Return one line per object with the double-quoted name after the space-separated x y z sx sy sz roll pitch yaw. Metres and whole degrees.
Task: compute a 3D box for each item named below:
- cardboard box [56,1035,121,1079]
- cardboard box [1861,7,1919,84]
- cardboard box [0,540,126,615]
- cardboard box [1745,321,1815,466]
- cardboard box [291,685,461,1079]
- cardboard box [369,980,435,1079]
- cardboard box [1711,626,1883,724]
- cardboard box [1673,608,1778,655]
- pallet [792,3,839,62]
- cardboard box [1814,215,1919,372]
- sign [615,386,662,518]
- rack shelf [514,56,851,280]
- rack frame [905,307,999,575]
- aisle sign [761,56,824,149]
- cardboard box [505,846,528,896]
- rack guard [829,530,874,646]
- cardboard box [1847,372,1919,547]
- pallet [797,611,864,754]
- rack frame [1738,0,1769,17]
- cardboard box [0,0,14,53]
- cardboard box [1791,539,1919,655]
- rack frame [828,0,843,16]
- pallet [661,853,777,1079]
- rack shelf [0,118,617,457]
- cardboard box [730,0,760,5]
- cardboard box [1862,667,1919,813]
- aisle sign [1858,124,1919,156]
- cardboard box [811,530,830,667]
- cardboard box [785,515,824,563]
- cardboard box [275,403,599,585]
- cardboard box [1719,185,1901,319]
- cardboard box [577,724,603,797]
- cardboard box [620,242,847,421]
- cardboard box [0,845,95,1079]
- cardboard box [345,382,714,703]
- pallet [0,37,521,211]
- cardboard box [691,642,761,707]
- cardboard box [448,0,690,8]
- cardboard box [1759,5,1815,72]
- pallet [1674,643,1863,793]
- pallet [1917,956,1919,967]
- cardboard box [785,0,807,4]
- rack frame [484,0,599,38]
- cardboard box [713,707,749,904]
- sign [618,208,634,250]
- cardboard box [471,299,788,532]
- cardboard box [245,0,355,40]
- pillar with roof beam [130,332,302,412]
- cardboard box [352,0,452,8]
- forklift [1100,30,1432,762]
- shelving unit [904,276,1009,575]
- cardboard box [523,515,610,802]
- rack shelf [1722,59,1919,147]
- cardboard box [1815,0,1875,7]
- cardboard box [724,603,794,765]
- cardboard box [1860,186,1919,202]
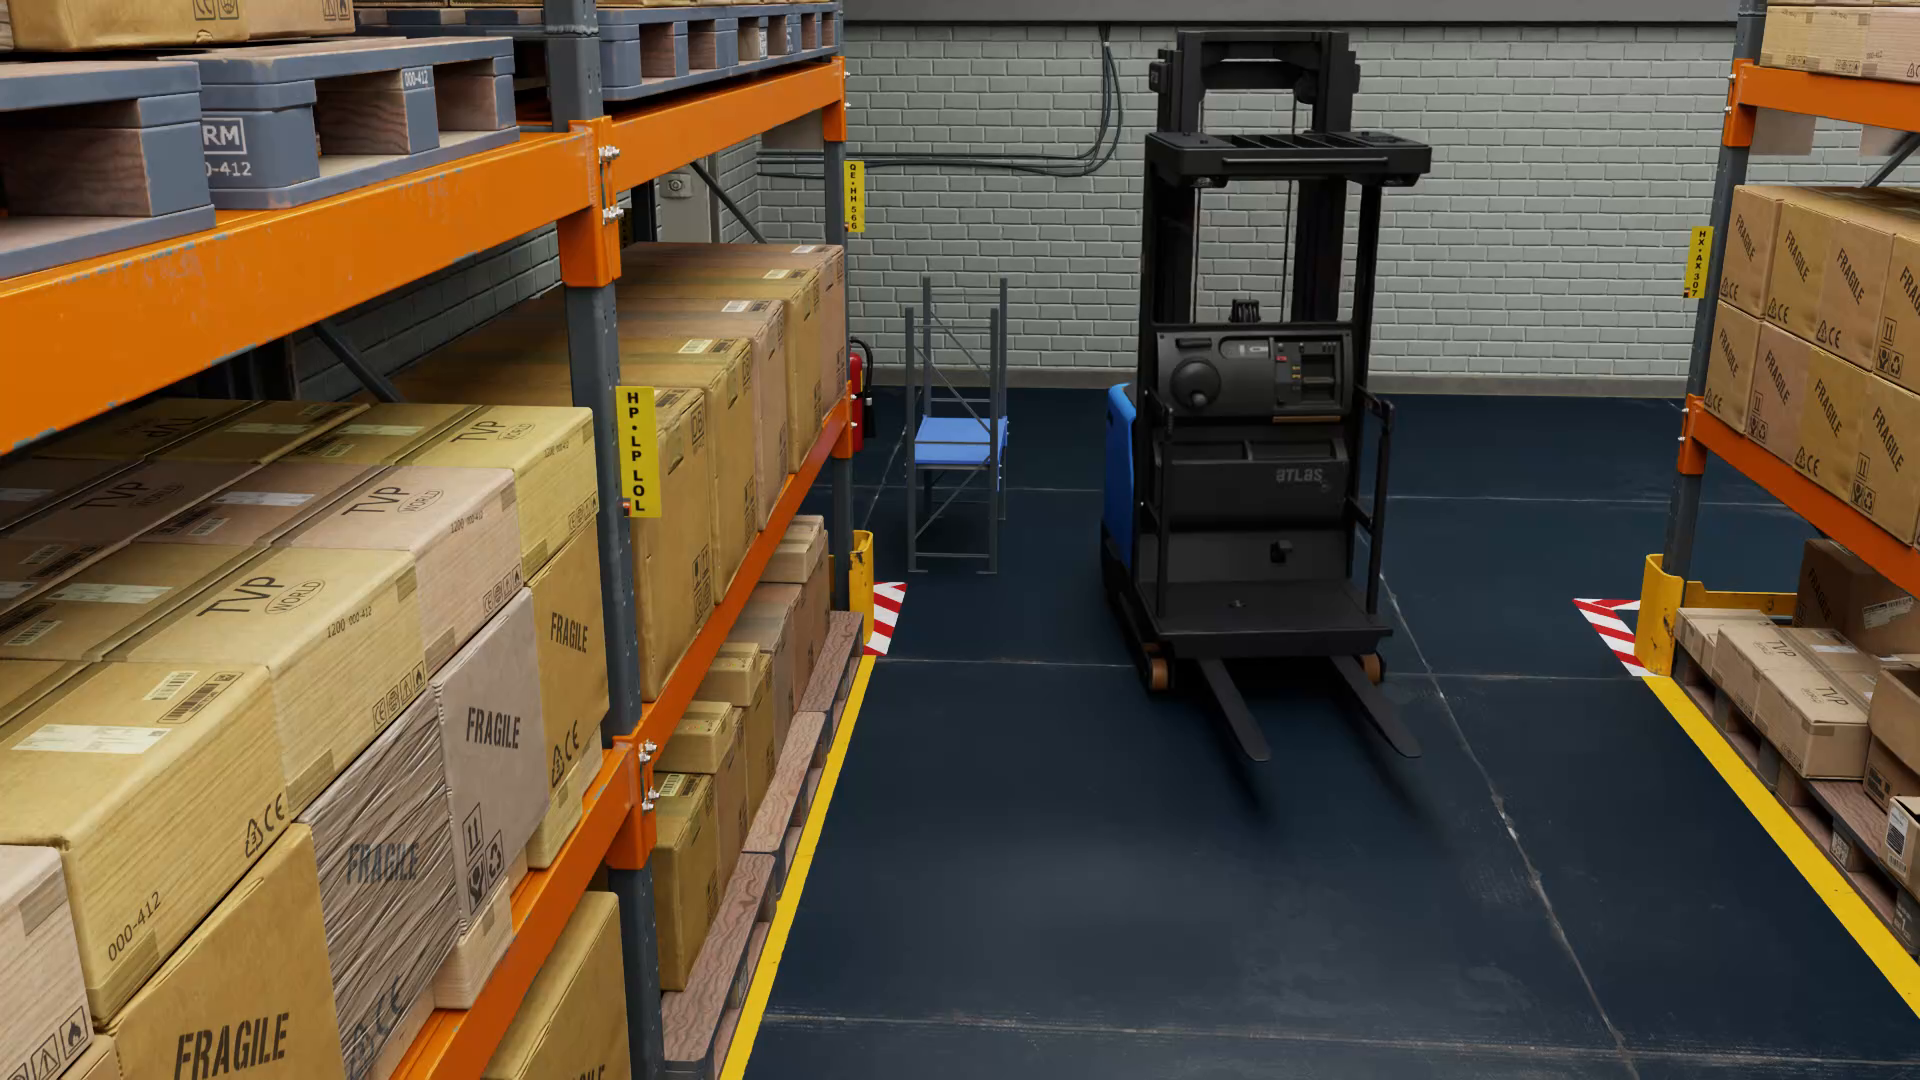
-1.235 0.875 1.766 0.500 0.500 0.500 1 18 4 "cardboard box"
3.533 -1.730 5.810 0.500 0.250 0.500 1 18 4 "cardboard box"
-1.676 0.193 2.641 0.500 0.250 0.500 1 18 2 "cardboard box"
3.580 -0.596 6.763 0.500 0.500 0.500 1 18 3 "cardboard box"
-1.174 0.558 2.733 0.500 0.500 0.500 1 18 4 "cardboard box"
-1.165 0.830 2.944 0.380 0.149 0.250 1 18 4 "cardboard box"
3.549 0.575 7.060 0.500 0.250 0.500 1 18 4 "cardboard box"
3.534 0.428 7.672 0.380 0.149 0.250 1 18 4 "cardboard box"
-1.077 -2.102 6.847 1.003 0.211 1.213 1 18 4 "pallet"
3.541 -0.913 6.127 0.500 0.500 0.500 2 18 5 "cardboard box"
-0.780 -0.211 4.017 0.100 0.325 0.005 1 18 4 "sign"
-1.178 -1.412 5.754 1.077 0.370 4.000 1 18 4 "rack shelf"
-0.043 -0.528 9.127 0.500 1.500 0.032 1 18 4 "rack frame"
-0.730 -2.201 7.647 0.394 0.787 0.004 1 18 4 "aisle sign"
-1.121 0.672 3.426 0.380 0.149 0.250 2 18 6 "cardboard box"
-1.033 0.231 8.416 1.175 0.500 0.348 1 18 4 "rack guard"
3.504 -0.285 5.814 0.500 0.500 0.500 2 18 5 "cardboard box"
-1.014 0.625 7.675 1.003 0.211 1.213 1 18 4 "pallet"
3.906 -3.691 6.736 1.000 3.000 0.127 1 18 4 "rack frame"
-1.569 -0.790 1.833 0.700 0.500 0.500 1 18 4 "cardboard box"
4.113 0.313 7.459 0.500 0.500 0.500 1 18 4 "cardboard box"
-1.035 -3.801 7.070 1.000 3.000 0.127 1 18 4 "rack frame"
-1.189 1.383 5.363 1.003 0.211 1.213 1 18 4 "pallet"
-1.465 -0.170 1.962 1.077 0.370 4.000 1 18 4 "rack shelf"
-0.929 -1.835 5.294 0.500 0.250 0.500 1 18 2 "cardboard box"
3.749 0.796 5.980 0.797 0.503 0.637 1 18 4 "cardboard box"
4.217 -2.090 7.309 0.394 0.787 0.004 1 18 4 "aisle sign"
-0.985 0.258 7.658 0.700 0.500 0.500 1 18 4 "cardboard box"
-0.813 -0.006 7.423 0.380 0.149 0.250 1 18 3 "cardboard box"
-1.100 -0.111 3.571 0.500 0.250 0.500 2 18 5 "cardboard box"
3.612 -1.231 7.097 0.500 0.500 0.500 2 18 6 "cardboard box"
-1.063 0.514 3.909 0.380 0.149 0.250 1 18 4 "cardboard box"
-1.061 -0.934 7.474 0.980 0.700 0.700 2 18 6 "cardboard box"
-1.249 0.523 1.636 0.500 0.250 0.500 1 18 4 "cardboard box"
-1.266 -0.018 4.679 0.980 0.700 0.700 2 18 5 "cardboard box"
-1.338 -0.756 2.903 0.805 0.209 1.217 1 18 2 "pallet"
-0.922 0.478 5.945 0.380 0.149 0.250 1 18 2 "cardboard box"
-1.009 -1.517 4.325 0.500 0.250 0.500 1 18 4 "cardboard box"
3.616 -2.041 6.757 0.500 0.250 0.500 1 18 4 "cardboard box"
3.845 0.756 7.277 1.003 0.211 1.213 1 18 4 "pallet"
3.670 1.514 4.964 1.003 0.211 1.213 1 18 4 "pallet"
-0.859 -2.156 6.274 0.500 0.250 0.500 1 18 2 "cardboard box"
-1.321 -2.558 3.279 1.000 3.000 0.127 1 18 4 "rack frame"
-1.126 0.895 5.715 0.700 0.500 0.500 1 18 3 "cardboard box"
-1.588 -1.413 7.901 0.100 0.325 0.005 1 18 4 "sign"
-1.166 -0.471 6.061 0.980 0.700 0.700 0 18 1 "cardboard box"
-1.494 -1.119 2.835 0.700 0.500 0.500 0 18 1 "cardboard box"
2.160 -2.699 3.708 9.100 9.000 0.400 1 18 4 "pillar with roof beam"
-1.506 -1.526 4.353 0.500 0.250 0.500 1 18 4 "cardboard box"
1.402 -0.787 7.619 1.130 2.935 3.031 -1 18 -3 "forklift"
-0.006 -0.686 9.609 0.538 1.500 1.048 1 18 4 "shelving unit"
-1.103 0.243 3.693 0.500 0.500 0.500 1 18 3 "cardboard box"
3.763 -1.303 5.420 1.077 0.370 4.000 1 18 4 "rack shelf"
3.567 -2.123 6.206 0.500 0.250 0.500 1 18 4 "cardboard box"
-1.056 0.570 6.707 0.700 0.500 0.500 1 18 2 "cardboard box"
4.149 -1.219 7.059 0.500 0.500 0.500 1 18 3 "cardboard box"
